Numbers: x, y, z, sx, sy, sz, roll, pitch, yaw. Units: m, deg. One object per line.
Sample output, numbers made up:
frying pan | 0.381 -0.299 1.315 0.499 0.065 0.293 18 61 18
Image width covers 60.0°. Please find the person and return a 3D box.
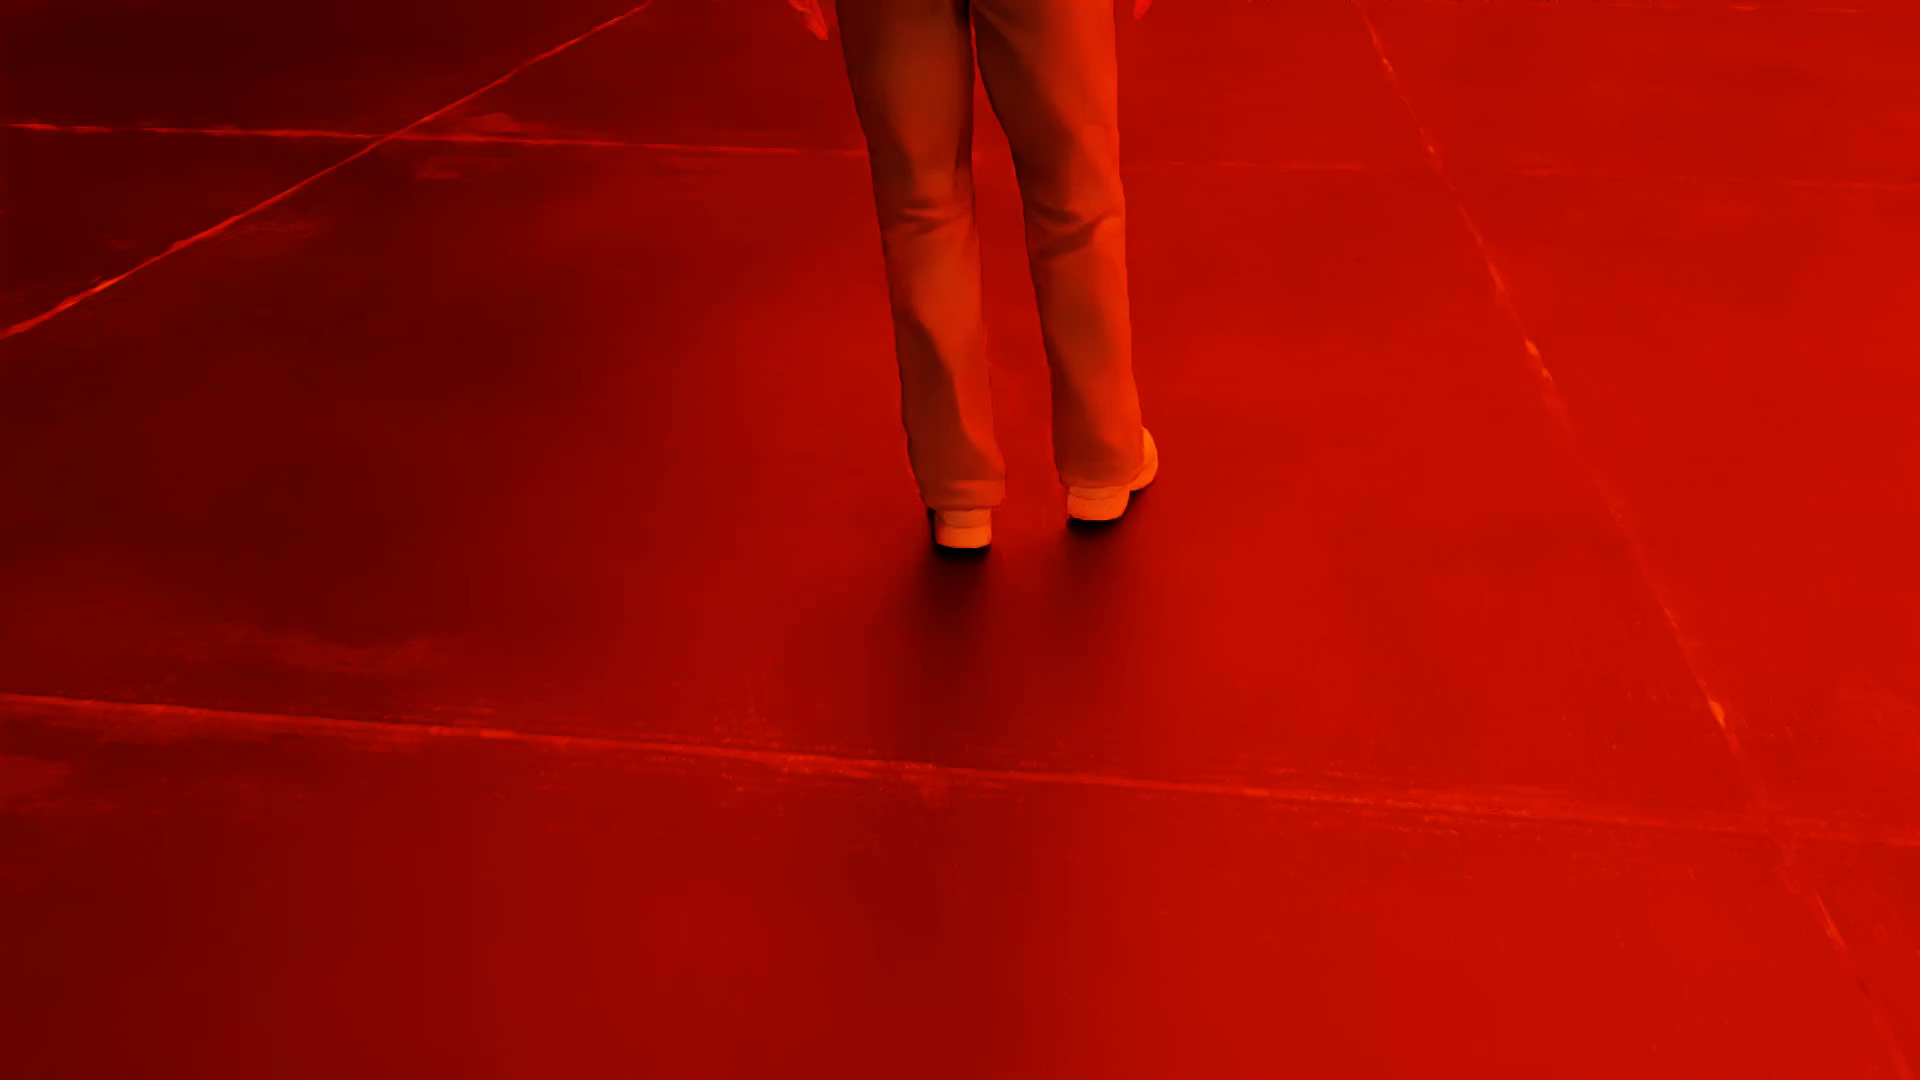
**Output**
person | 0.023 -0.788 2.187 0.550 1.674 0.548 3 27 7
